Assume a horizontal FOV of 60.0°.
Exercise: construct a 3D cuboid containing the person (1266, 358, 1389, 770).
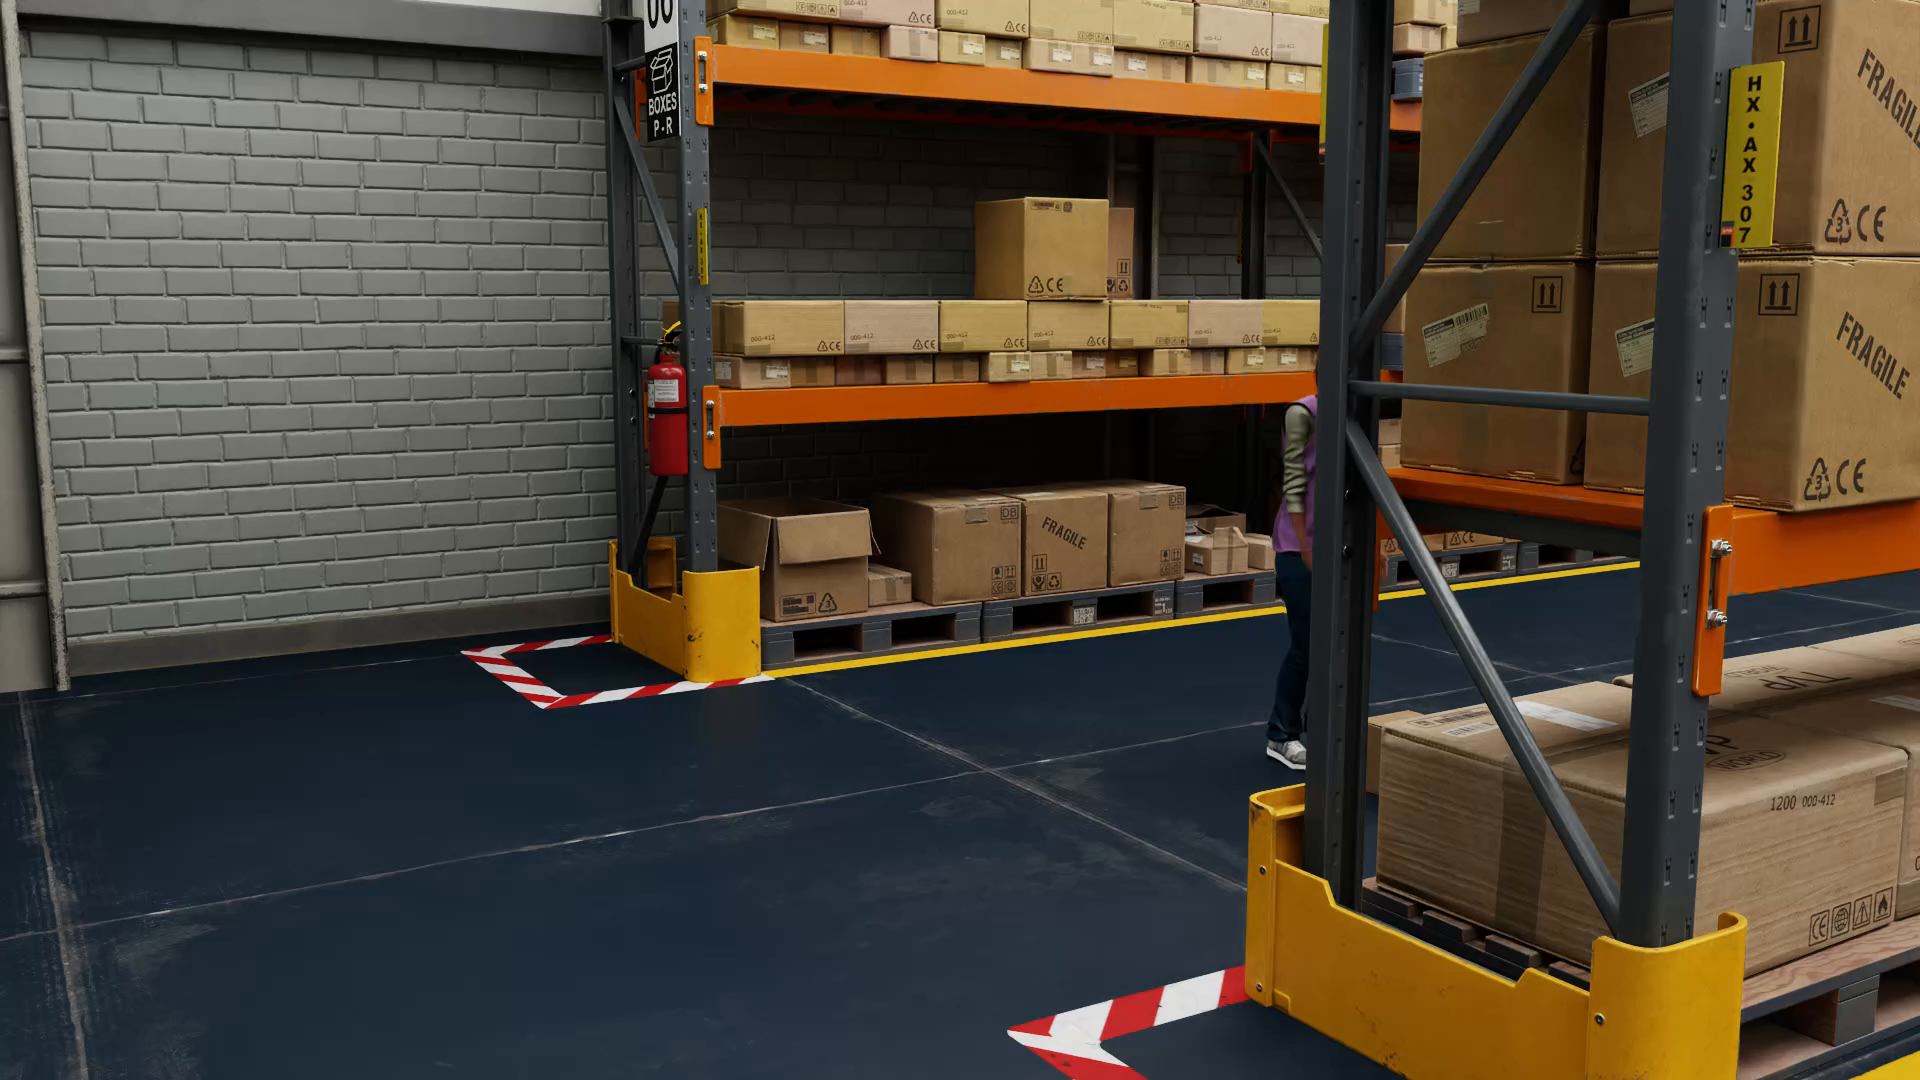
[{"bbox_3d":[1.357,0.051,6.139,0.420,1.573,0.353,-5,10,-30],"label":"person"}]
